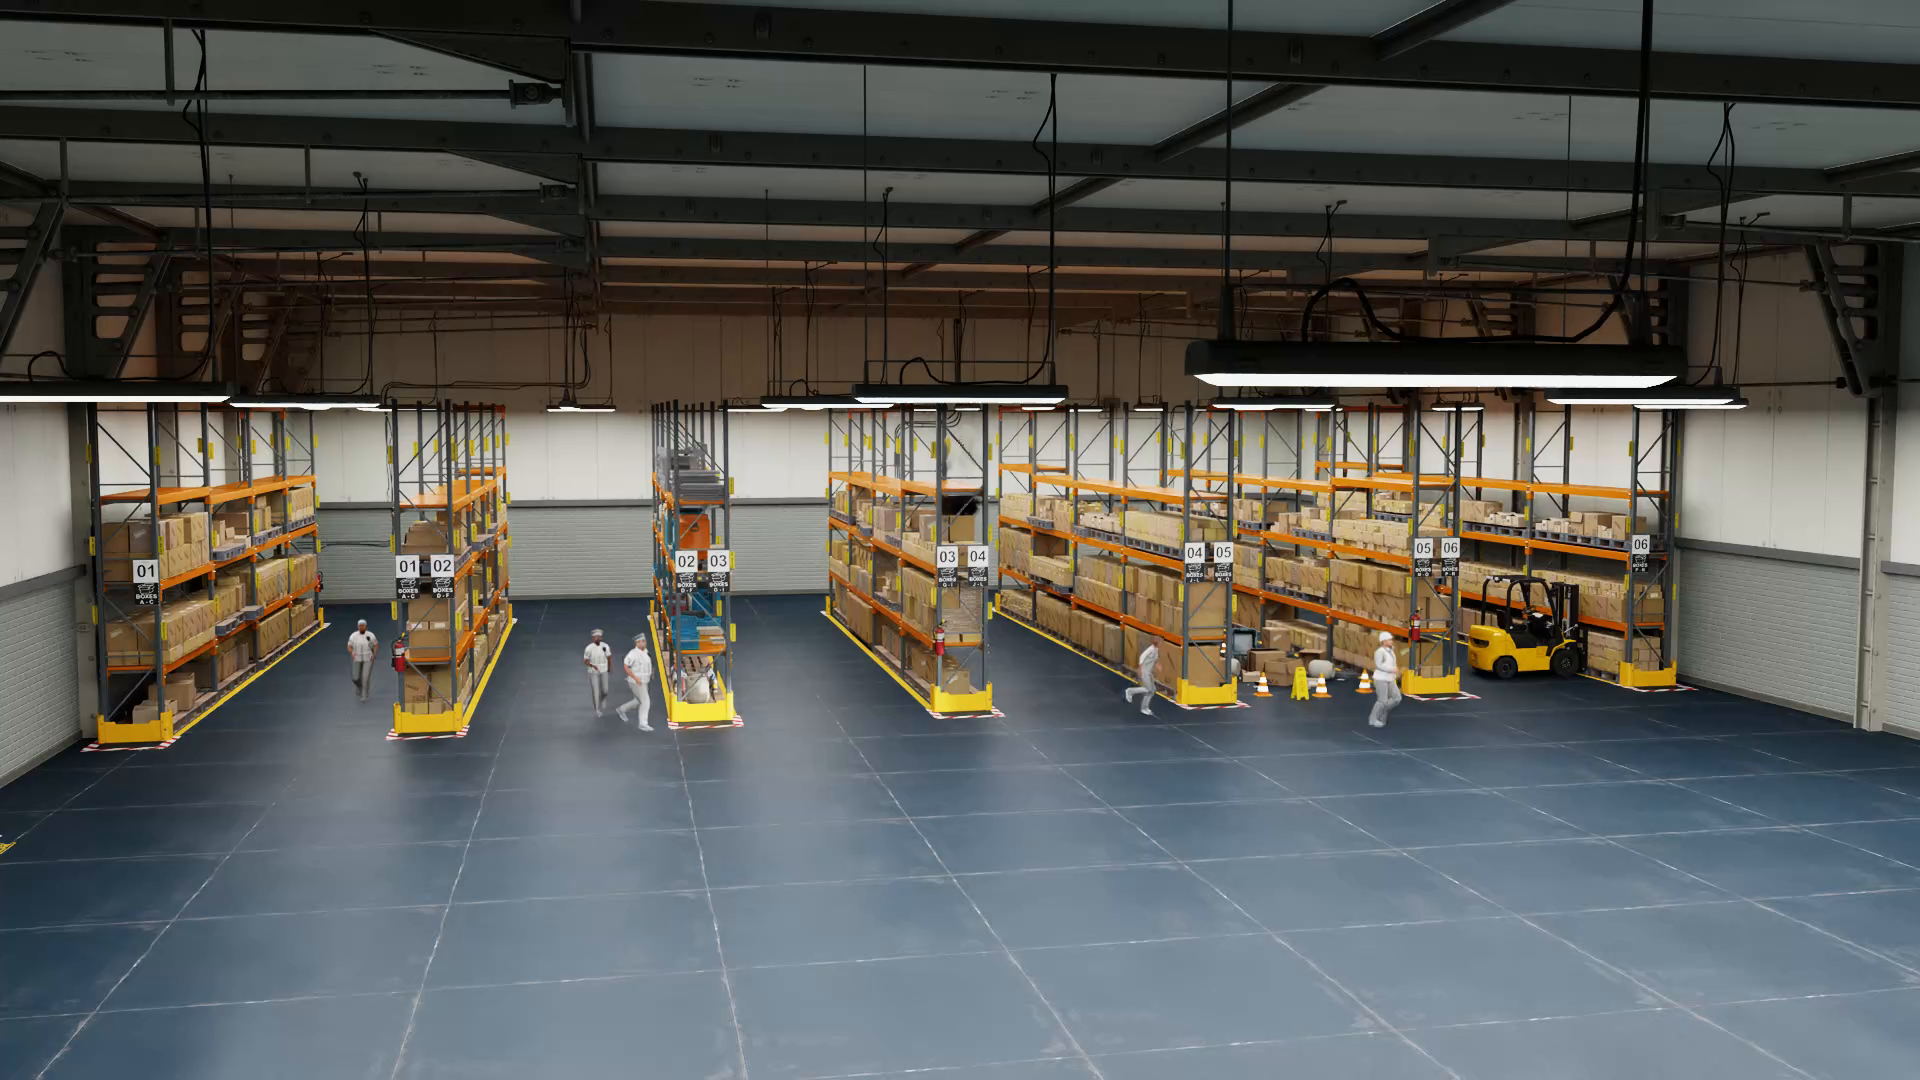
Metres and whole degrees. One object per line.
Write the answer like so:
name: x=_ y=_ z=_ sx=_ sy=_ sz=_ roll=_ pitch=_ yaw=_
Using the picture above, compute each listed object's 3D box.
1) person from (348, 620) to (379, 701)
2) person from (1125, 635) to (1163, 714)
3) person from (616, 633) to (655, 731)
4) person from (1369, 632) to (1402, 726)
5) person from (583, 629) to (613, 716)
person: x=-11.961 y=2.402 z=33.335 sx=0.595 sy=1.622 sz=0.561 roll=-1 pitch=4 yaw=-15
person: x=3.534 y=2.578 z=31.907 sx=0.719 sy=1.537 sz=0.533 roll=1 pitch=4 yaw=15
person: x=-5.914 y=2.577 z=30.256 sx=0.765 sy=1.796 sz=0.658 roll=1 pitch=4 yaw=15
person: x=7.846 y=2.557 z=30.487 sx=0.656 sy=1.756 sz=0.678 roll=4 pitch=6 yaw=43
person: x=-6.858 y=2.518 z=31.604 sx=0.569 sy=1.661 sz=0.554 roll=-2 pitch=5 yaw=-21
